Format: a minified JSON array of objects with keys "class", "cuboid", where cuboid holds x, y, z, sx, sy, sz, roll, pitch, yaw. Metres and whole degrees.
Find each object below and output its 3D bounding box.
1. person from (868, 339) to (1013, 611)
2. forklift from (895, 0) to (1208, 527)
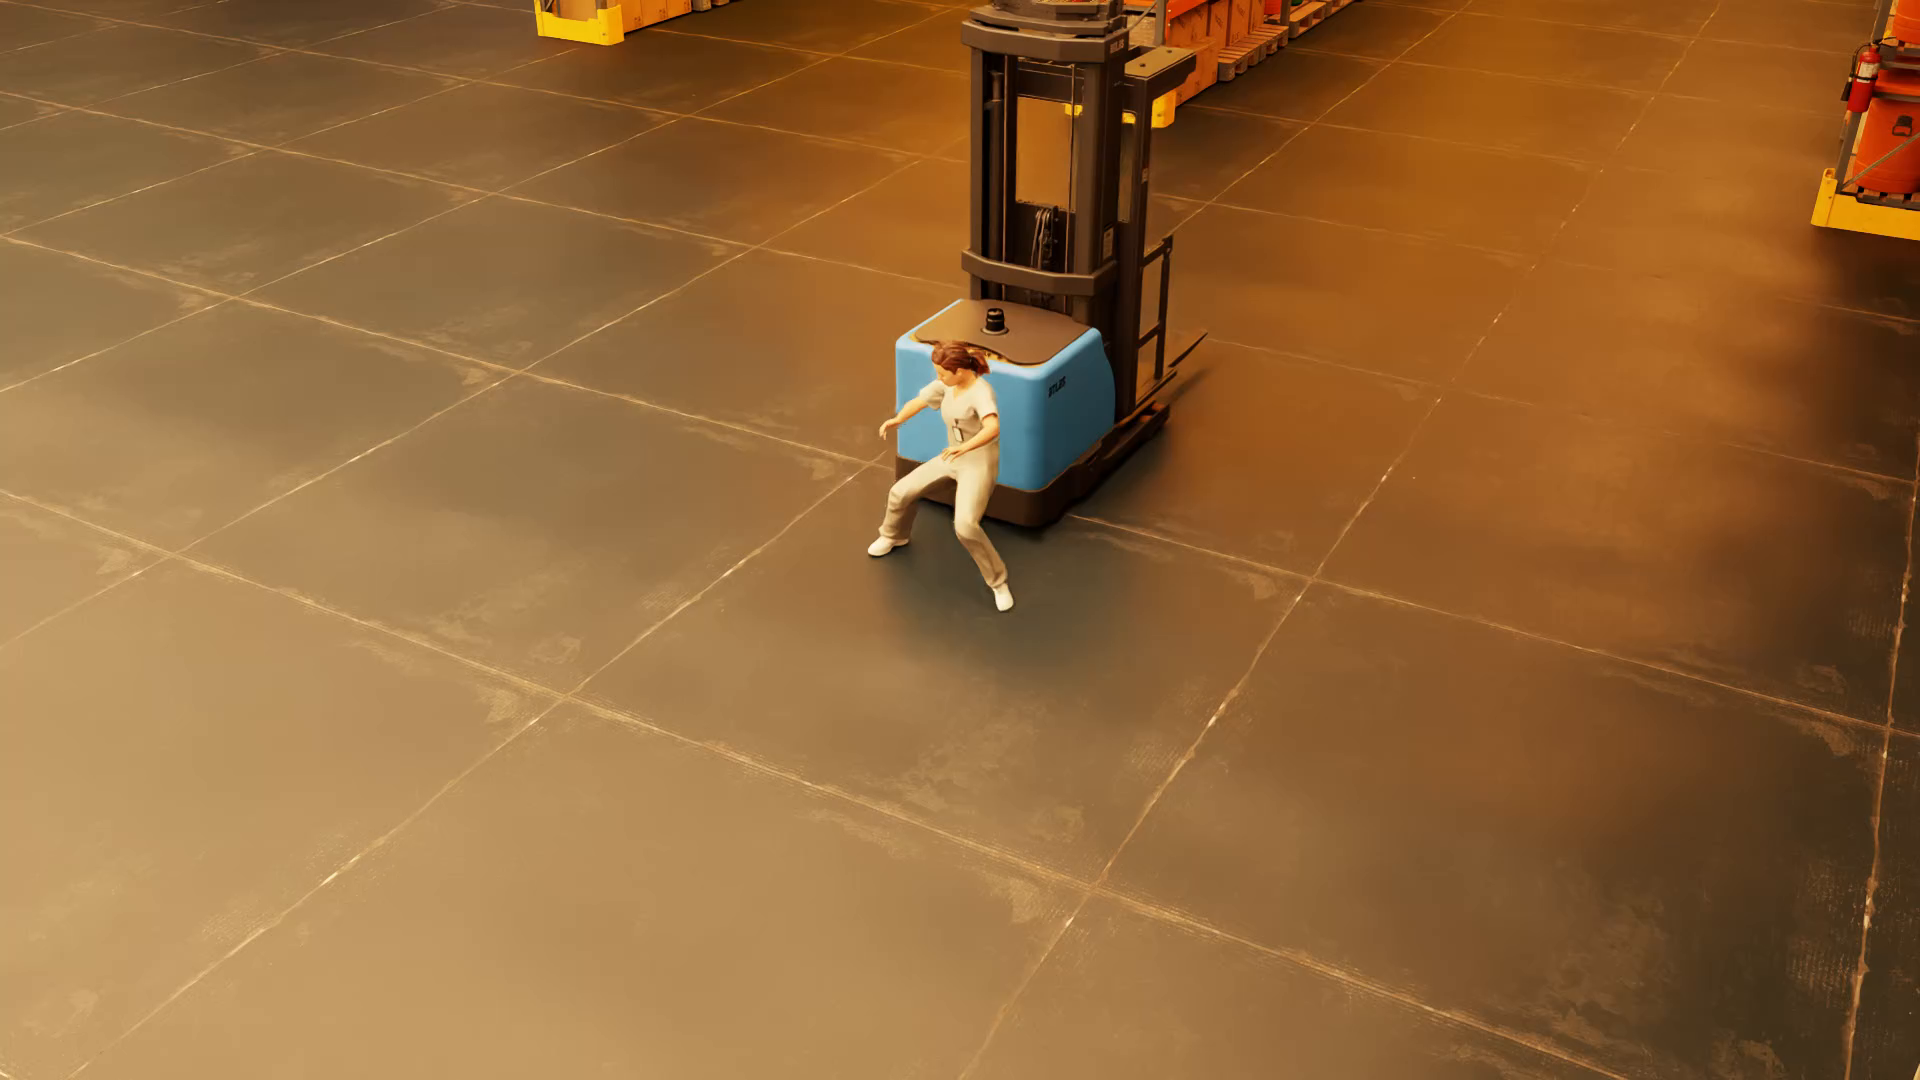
[{"class":"person","cuboid":[-0.080,-0.410,9.263,0.645,1.448,1.091,-16,34,-26]},{"class":"forklift","cuboid":[0.773,-2.053,10.627,1.130,2.935,3.031,16,34,26]}]
